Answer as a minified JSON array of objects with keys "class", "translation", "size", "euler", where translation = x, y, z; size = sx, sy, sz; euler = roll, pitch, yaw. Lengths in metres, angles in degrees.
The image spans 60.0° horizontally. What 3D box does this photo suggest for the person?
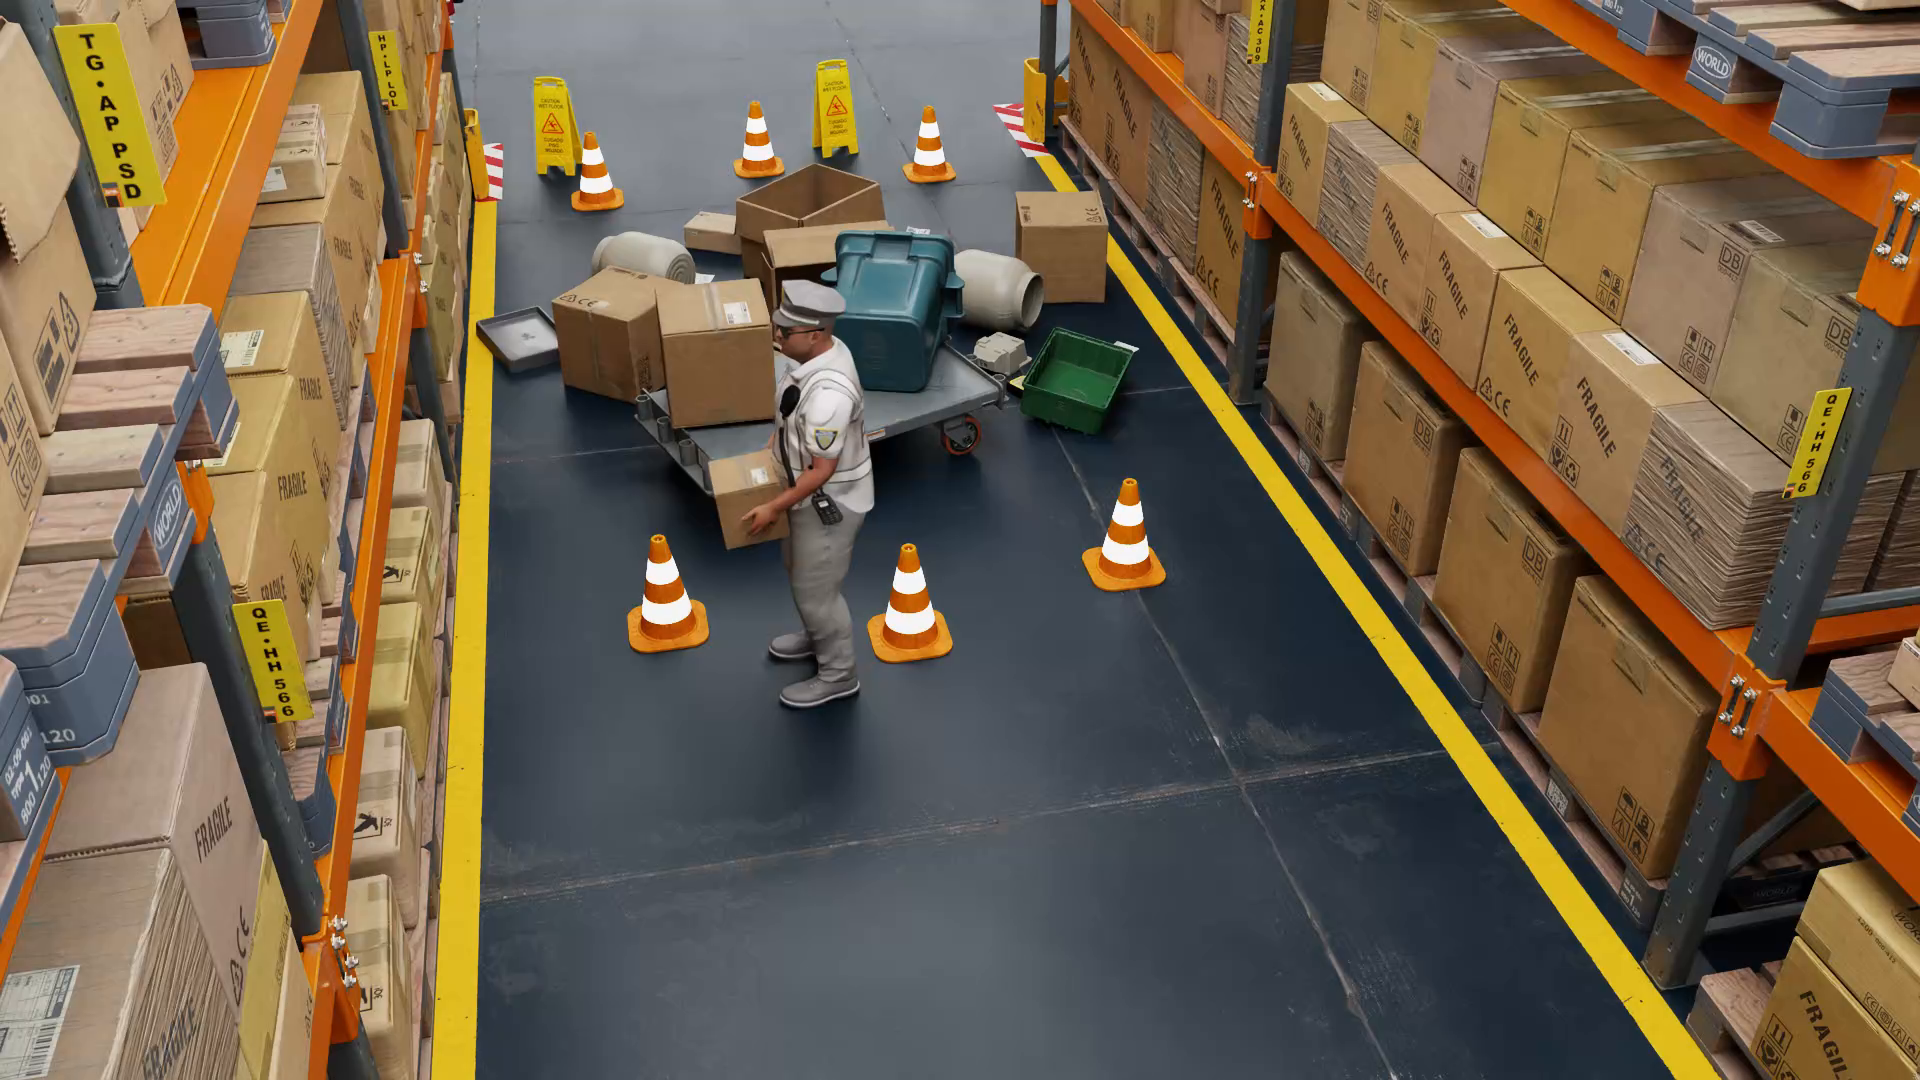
[{"class":"person","translation":[-0.595,-0.171,6.366],"size":[0.513,1.772,0.530],"euler":[-8,35,-11]}]
